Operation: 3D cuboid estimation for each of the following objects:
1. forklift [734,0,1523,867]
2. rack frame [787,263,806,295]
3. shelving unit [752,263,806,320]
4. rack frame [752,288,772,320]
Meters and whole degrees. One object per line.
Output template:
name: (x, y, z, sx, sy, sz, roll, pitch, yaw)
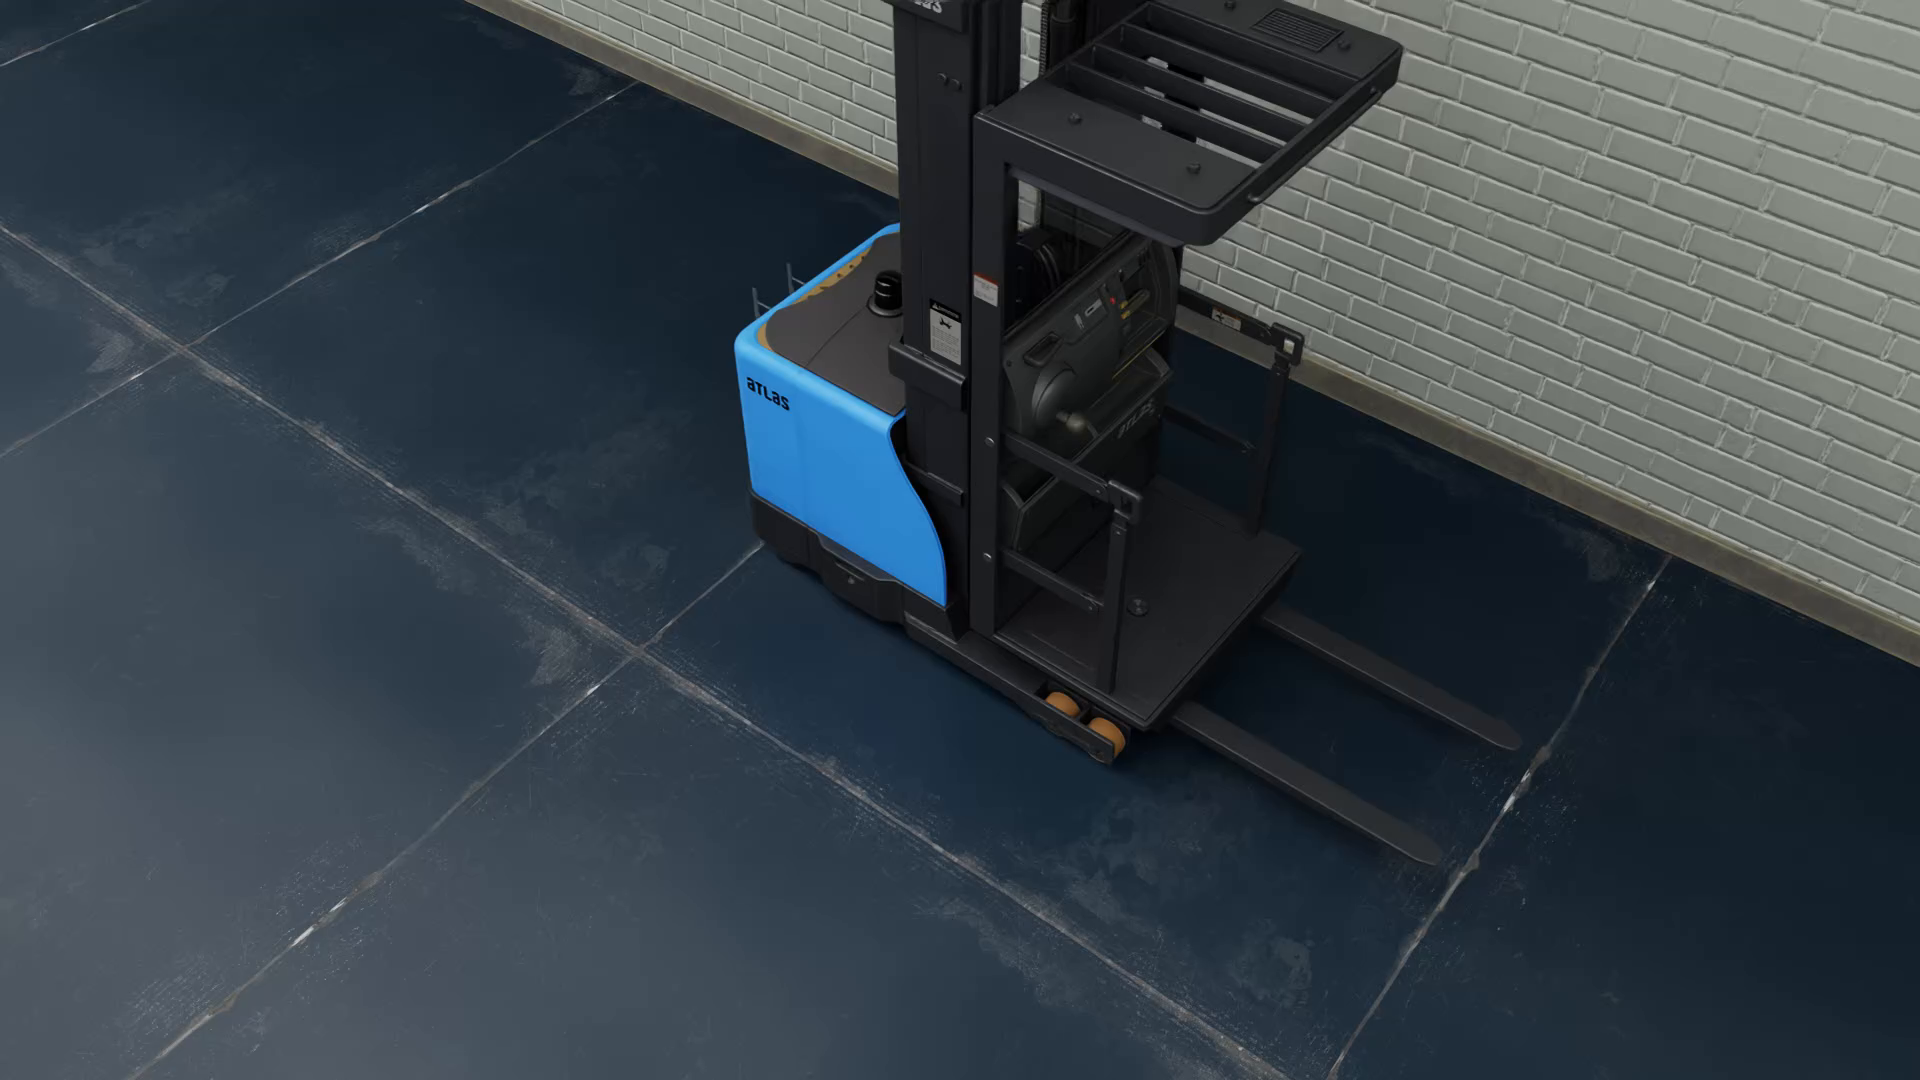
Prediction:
forklift: (0.614, -0.634, 5.493, 3.031, 2.935, 1.130, 30, 53, 25)
rack frame: (-0.606, -0.756, 7.014, 0.240, 0.900, 0.006, 30, 53, 26)
shelving unit: (-0.669, -0.699, 6.959, 0.258, 0.900, 0.210, 30, 53, 26)
rack frame: (-0.732, -0.641, 6.904, 0.240, 0.900, 0.006, 30, 53, 26)
